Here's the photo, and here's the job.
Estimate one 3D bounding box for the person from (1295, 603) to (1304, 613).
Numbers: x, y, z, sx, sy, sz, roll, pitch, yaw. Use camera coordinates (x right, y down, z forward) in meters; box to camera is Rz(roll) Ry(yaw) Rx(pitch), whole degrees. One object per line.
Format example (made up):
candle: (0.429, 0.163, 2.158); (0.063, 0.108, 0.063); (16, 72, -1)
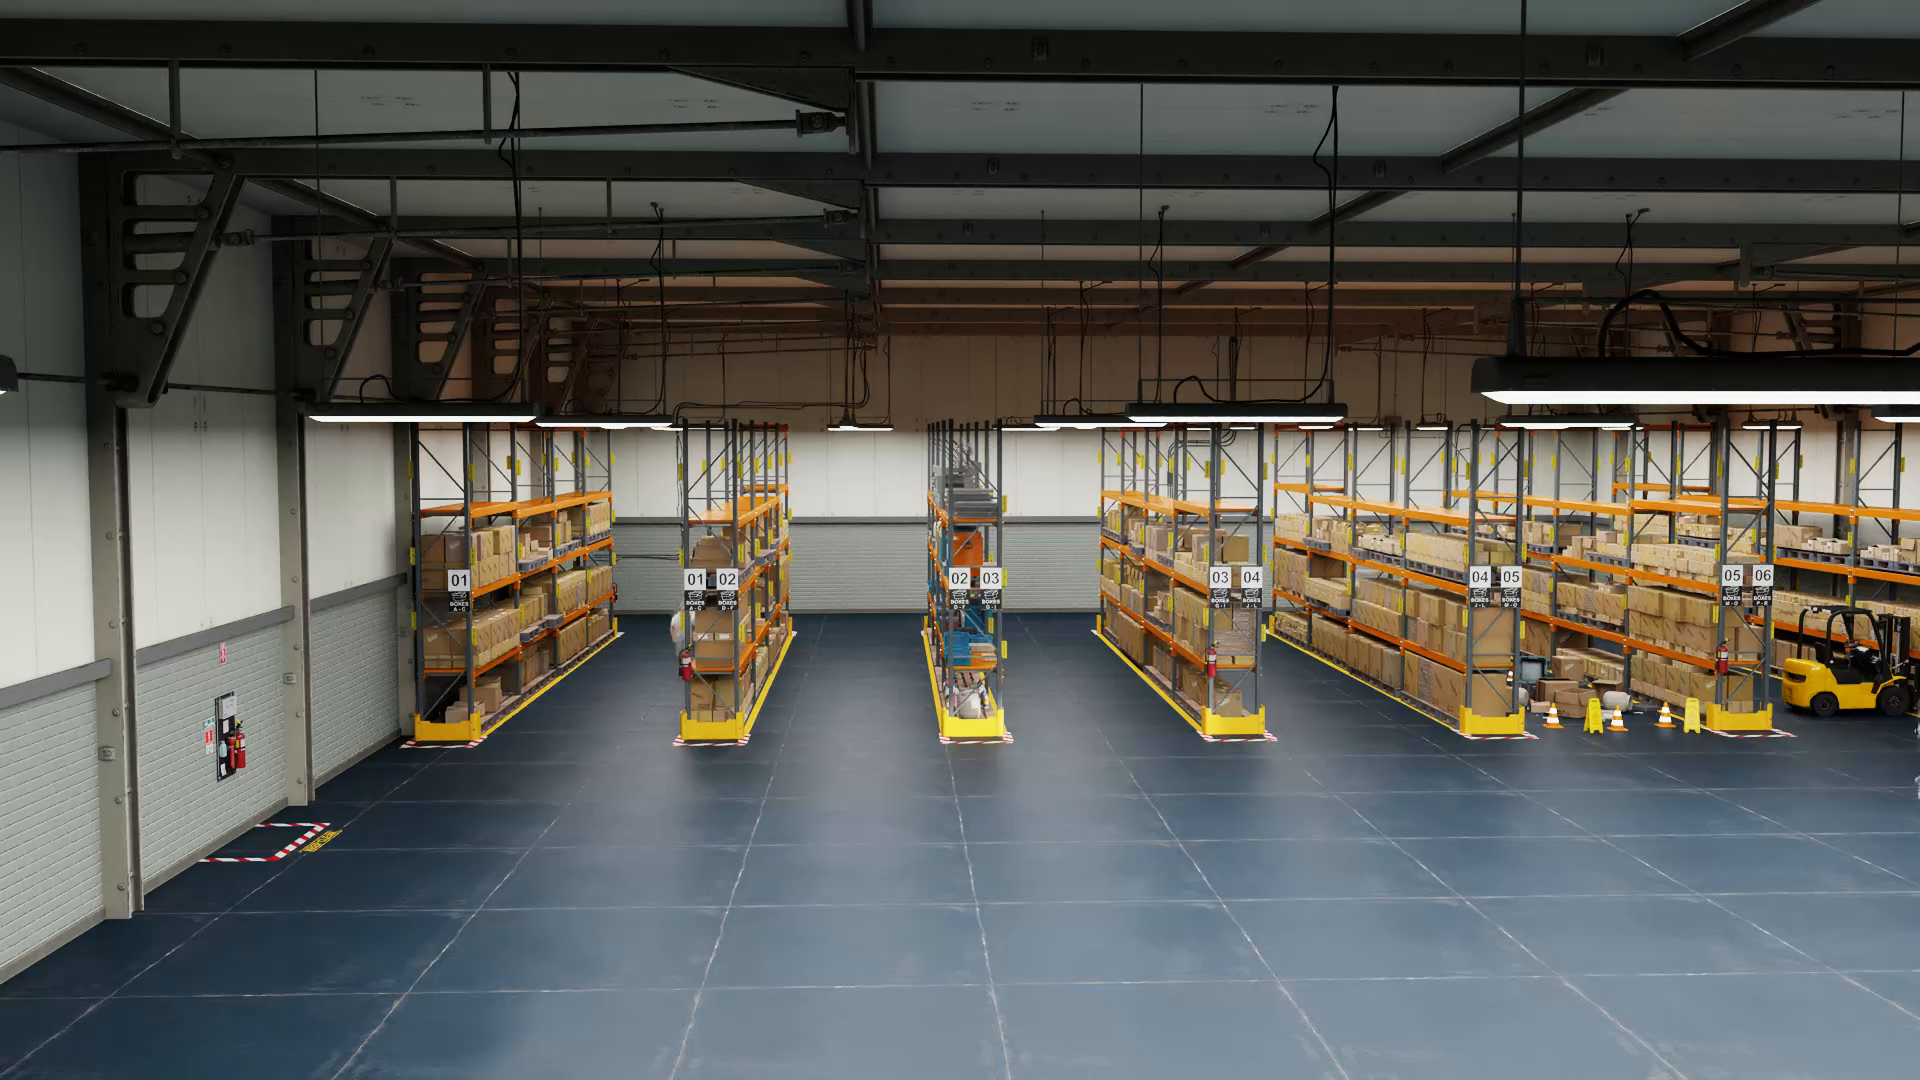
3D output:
person: (10.121, 1.725, 48.793); (0.782, 1.743, 0.660); (0, 4, -7)

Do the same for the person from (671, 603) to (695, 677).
person: (-6.521, 2.345, 39.263); (0.639, 1.758, 0.647); (0, 4, -1)
